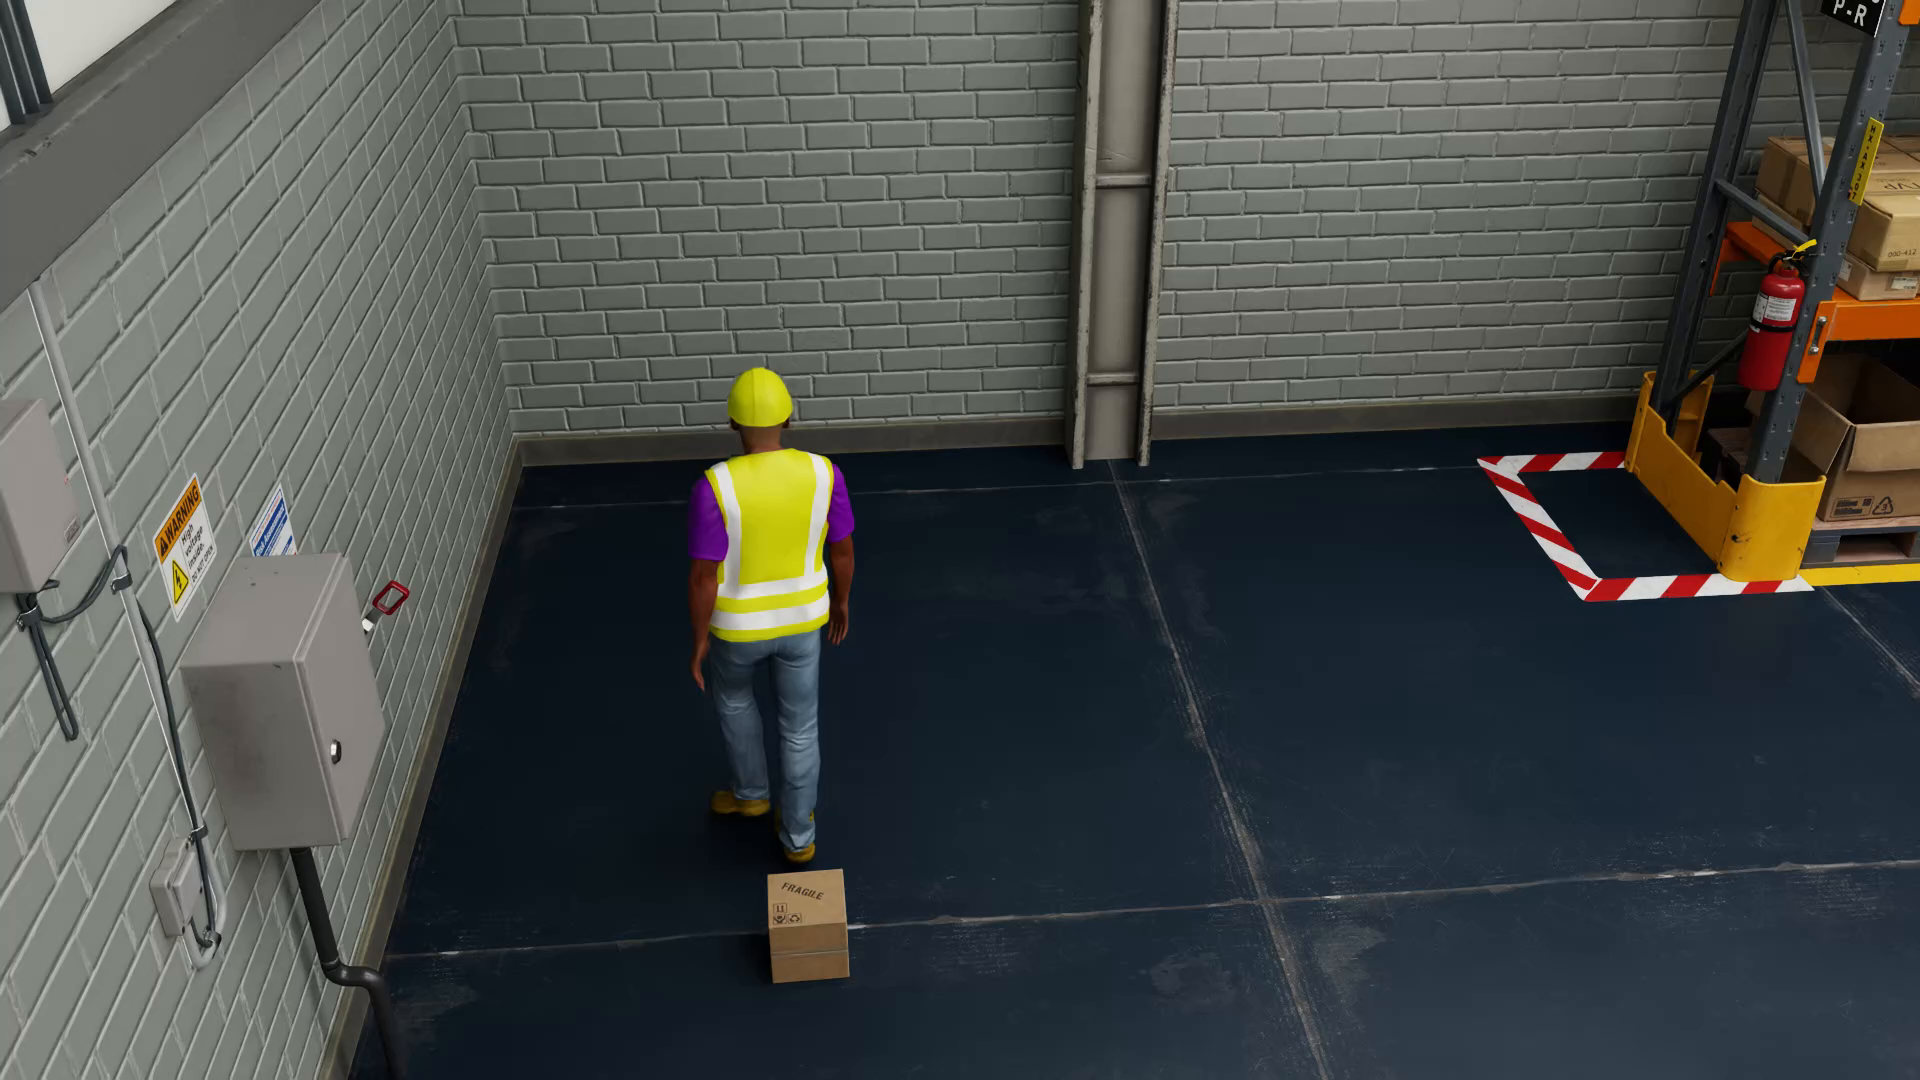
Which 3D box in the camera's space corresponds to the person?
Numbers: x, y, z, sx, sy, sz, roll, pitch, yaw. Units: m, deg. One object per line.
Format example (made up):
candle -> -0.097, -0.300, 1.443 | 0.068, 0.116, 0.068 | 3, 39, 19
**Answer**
person -> -0.631, 0.291, 5.632 | 0.607, 1.785, 0.561 | -9, 32, -14
